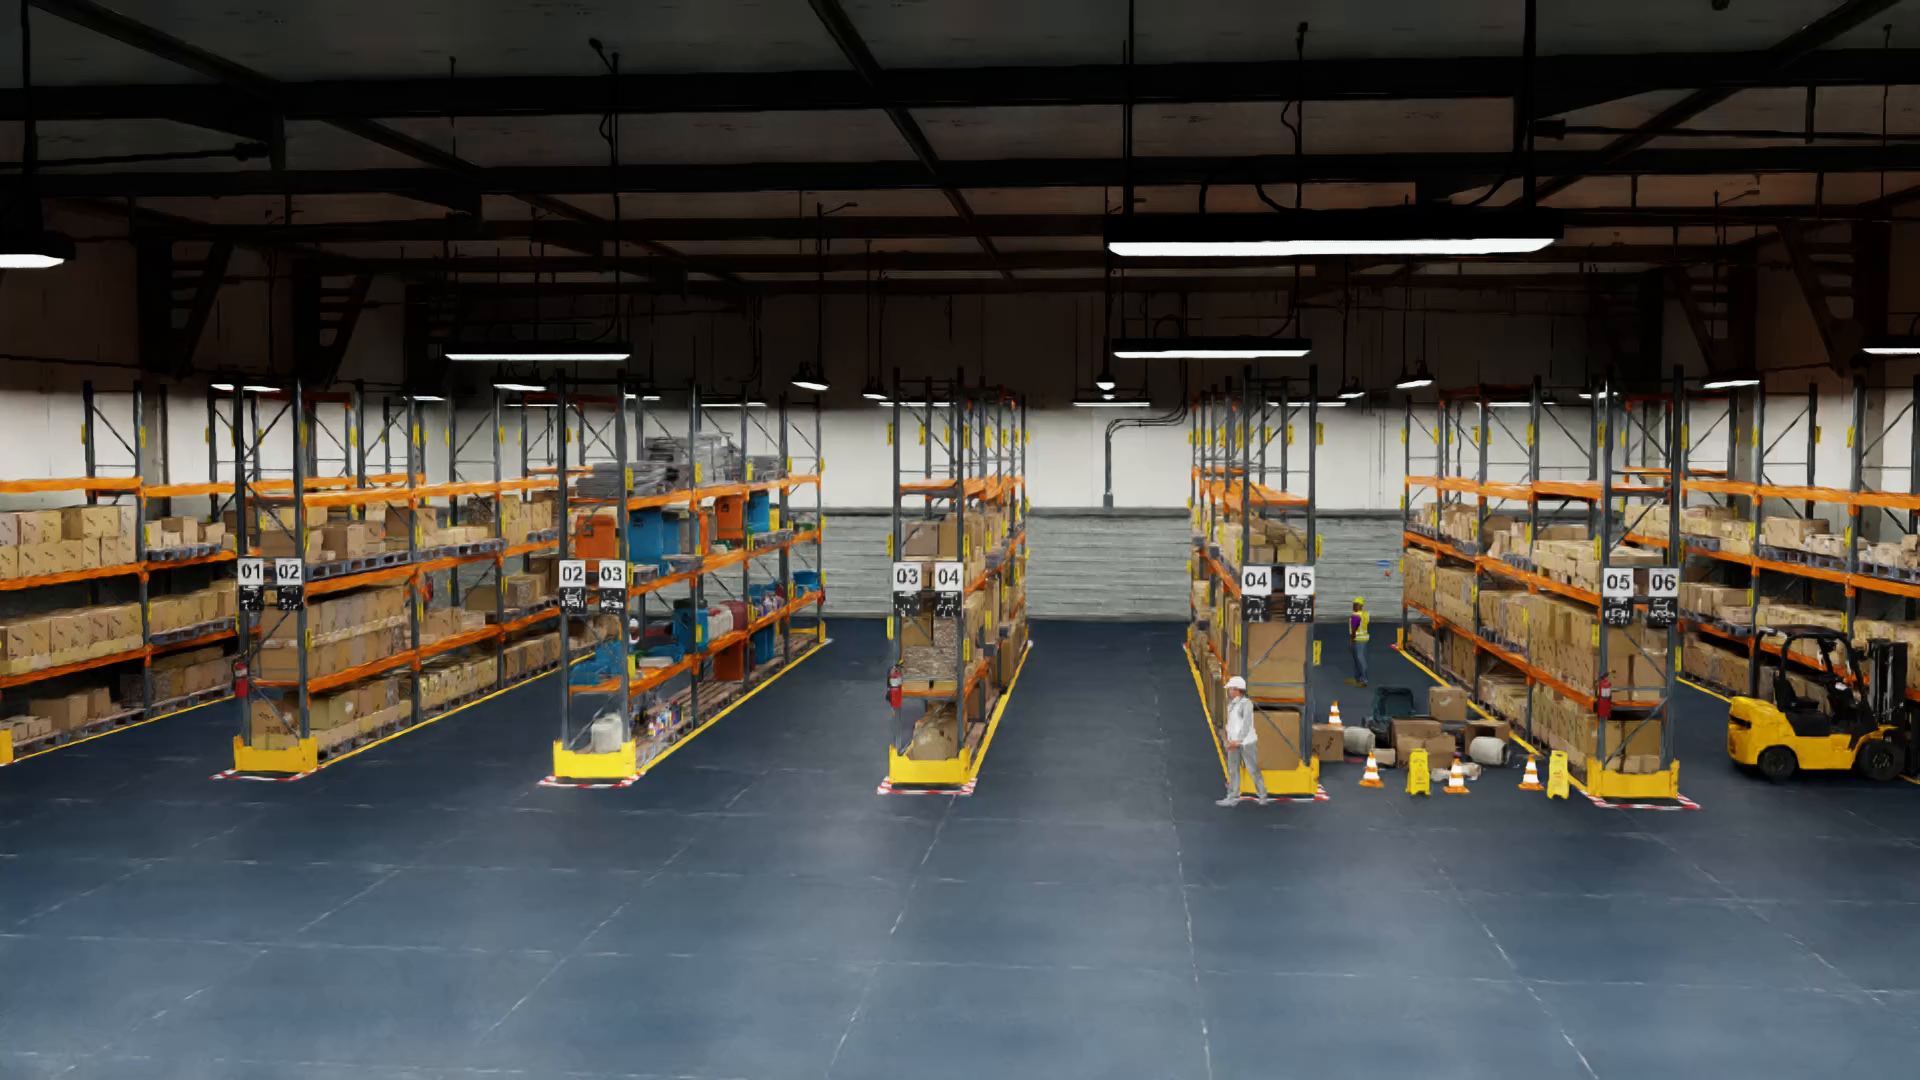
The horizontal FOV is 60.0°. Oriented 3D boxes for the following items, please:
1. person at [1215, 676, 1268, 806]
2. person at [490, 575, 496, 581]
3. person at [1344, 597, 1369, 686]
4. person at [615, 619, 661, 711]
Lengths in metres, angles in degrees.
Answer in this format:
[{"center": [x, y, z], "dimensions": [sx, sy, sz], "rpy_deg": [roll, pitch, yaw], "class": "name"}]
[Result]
[{"center": [3.837, 2.726, 22.526], "dimensions": [0.700, 1.769, 0.555], "rpy_deg": [-1, 4, -21], "class": "person"}, {"center": [-11.392, 1.656, 40.879], "dimensions": [0.639, 1.632, 0.512], "rpy_deg": [0, 4, 3], "class": "person"}, {"center": [7.997, 2.027, 33.490], "dimensions": [0.579, 1.763, 0.676], "rpy_deg": [2, 4, 31], "class": "person"}, {"center": [-5.825, 2.277, 30.224], "dimensions": [0.616, 1.712, 0.970], "rpy_deg": [2, 4, 26], "class": "person"}]
